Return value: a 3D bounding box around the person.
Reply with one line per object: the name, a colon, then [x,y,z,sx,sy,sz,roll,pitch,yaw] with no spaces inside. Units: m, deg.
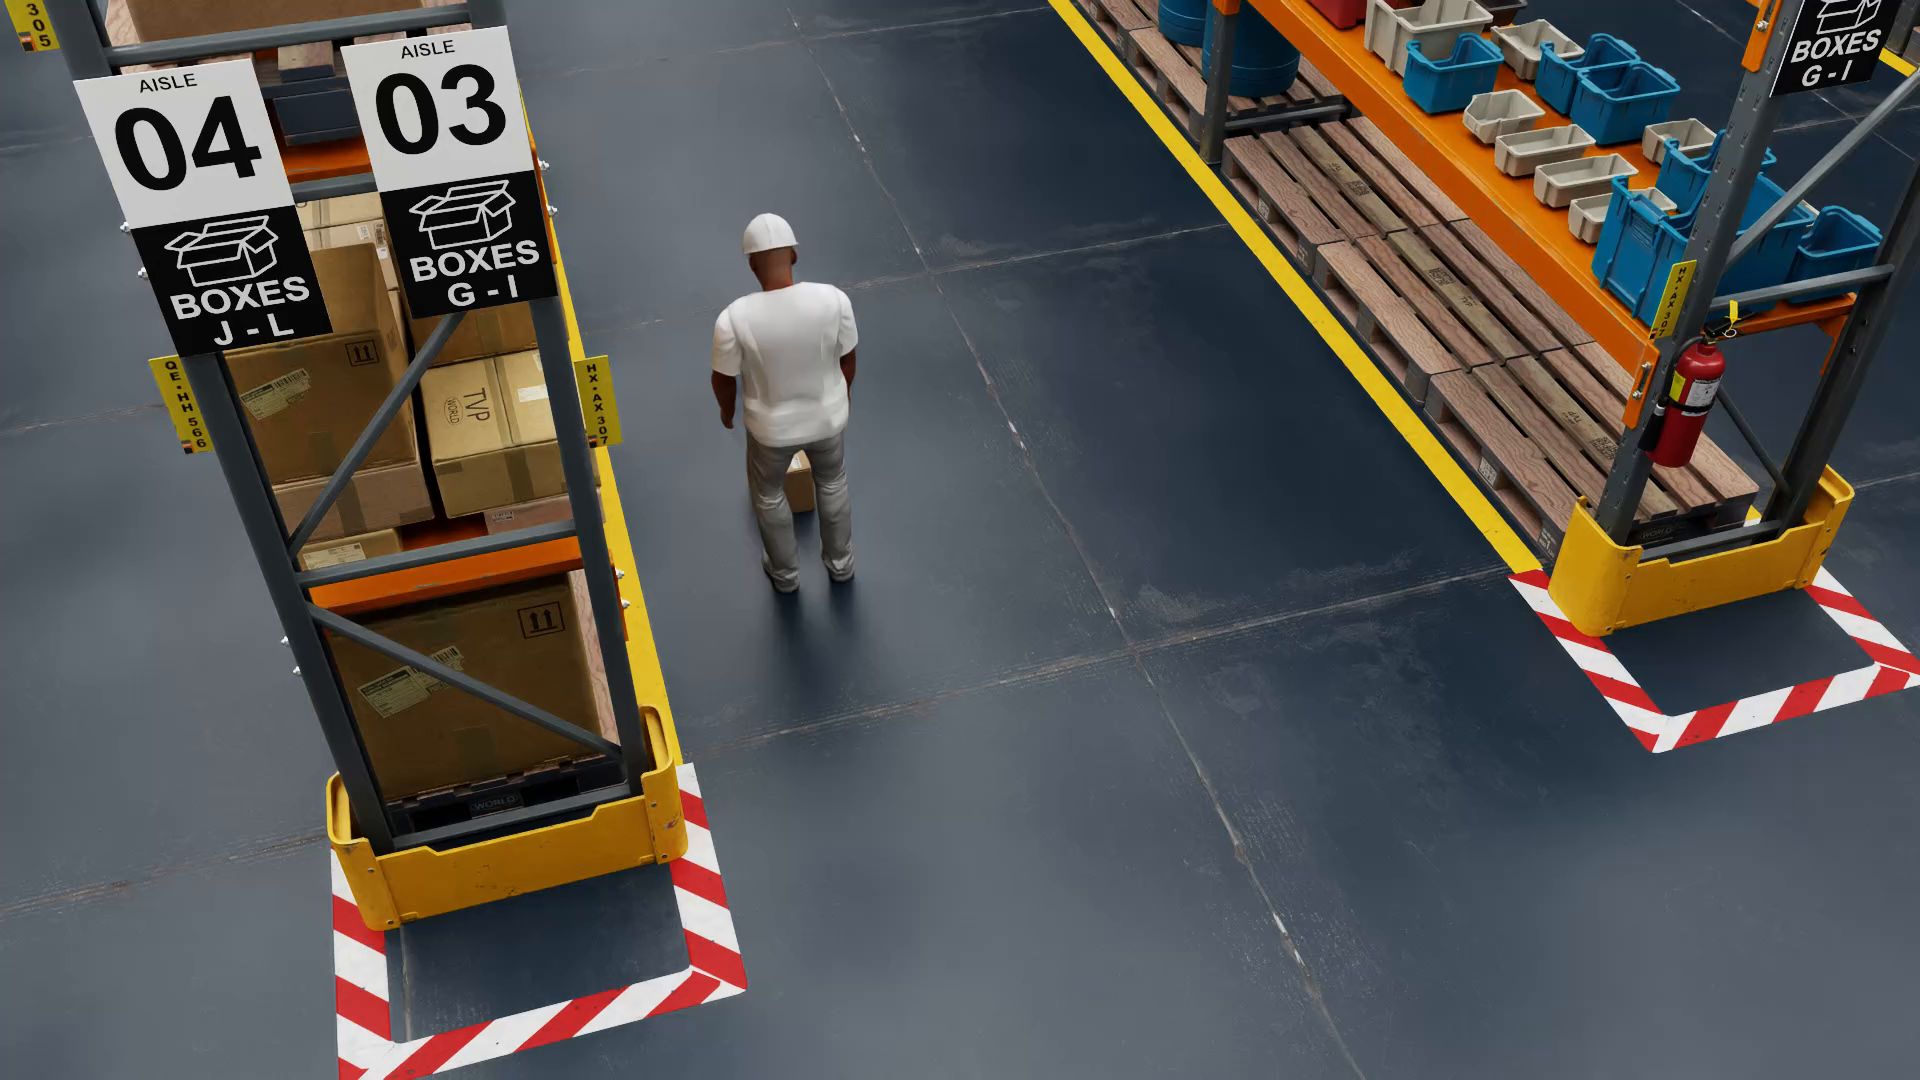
person: [-0.698,-0.521,6.753,0.588,1.725,0.437,-11,43,-12]
